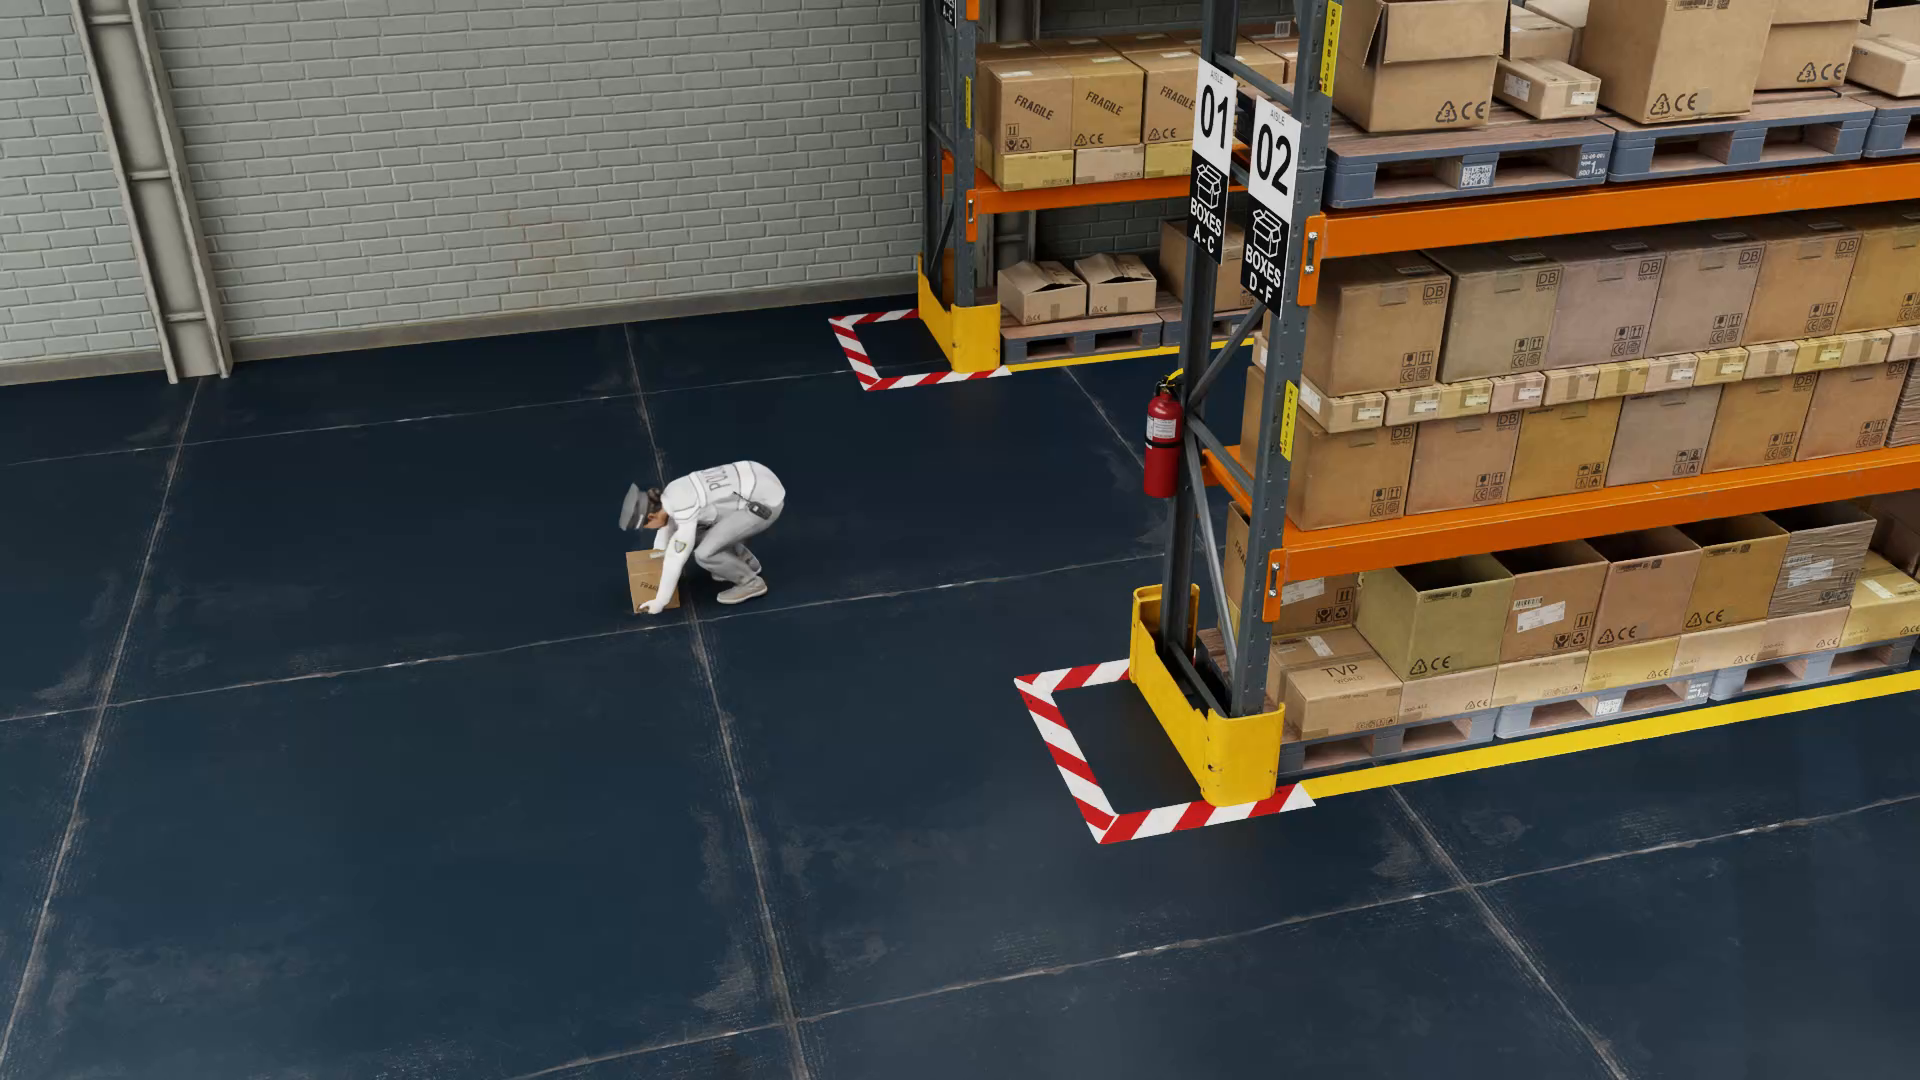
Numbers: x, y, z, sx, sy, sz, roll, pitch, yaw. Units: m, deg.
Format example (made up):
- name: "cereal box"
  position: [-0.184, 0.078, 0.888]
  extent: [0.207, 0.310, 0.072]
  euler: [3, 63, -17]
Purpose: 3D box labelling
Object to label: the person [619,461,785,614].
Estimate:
- name: "person"
  position: [-1.412, -0.024, 9.197]
  extent: [0.914, 0.760, 0.459]
  euler: [-9, 32, -15]
